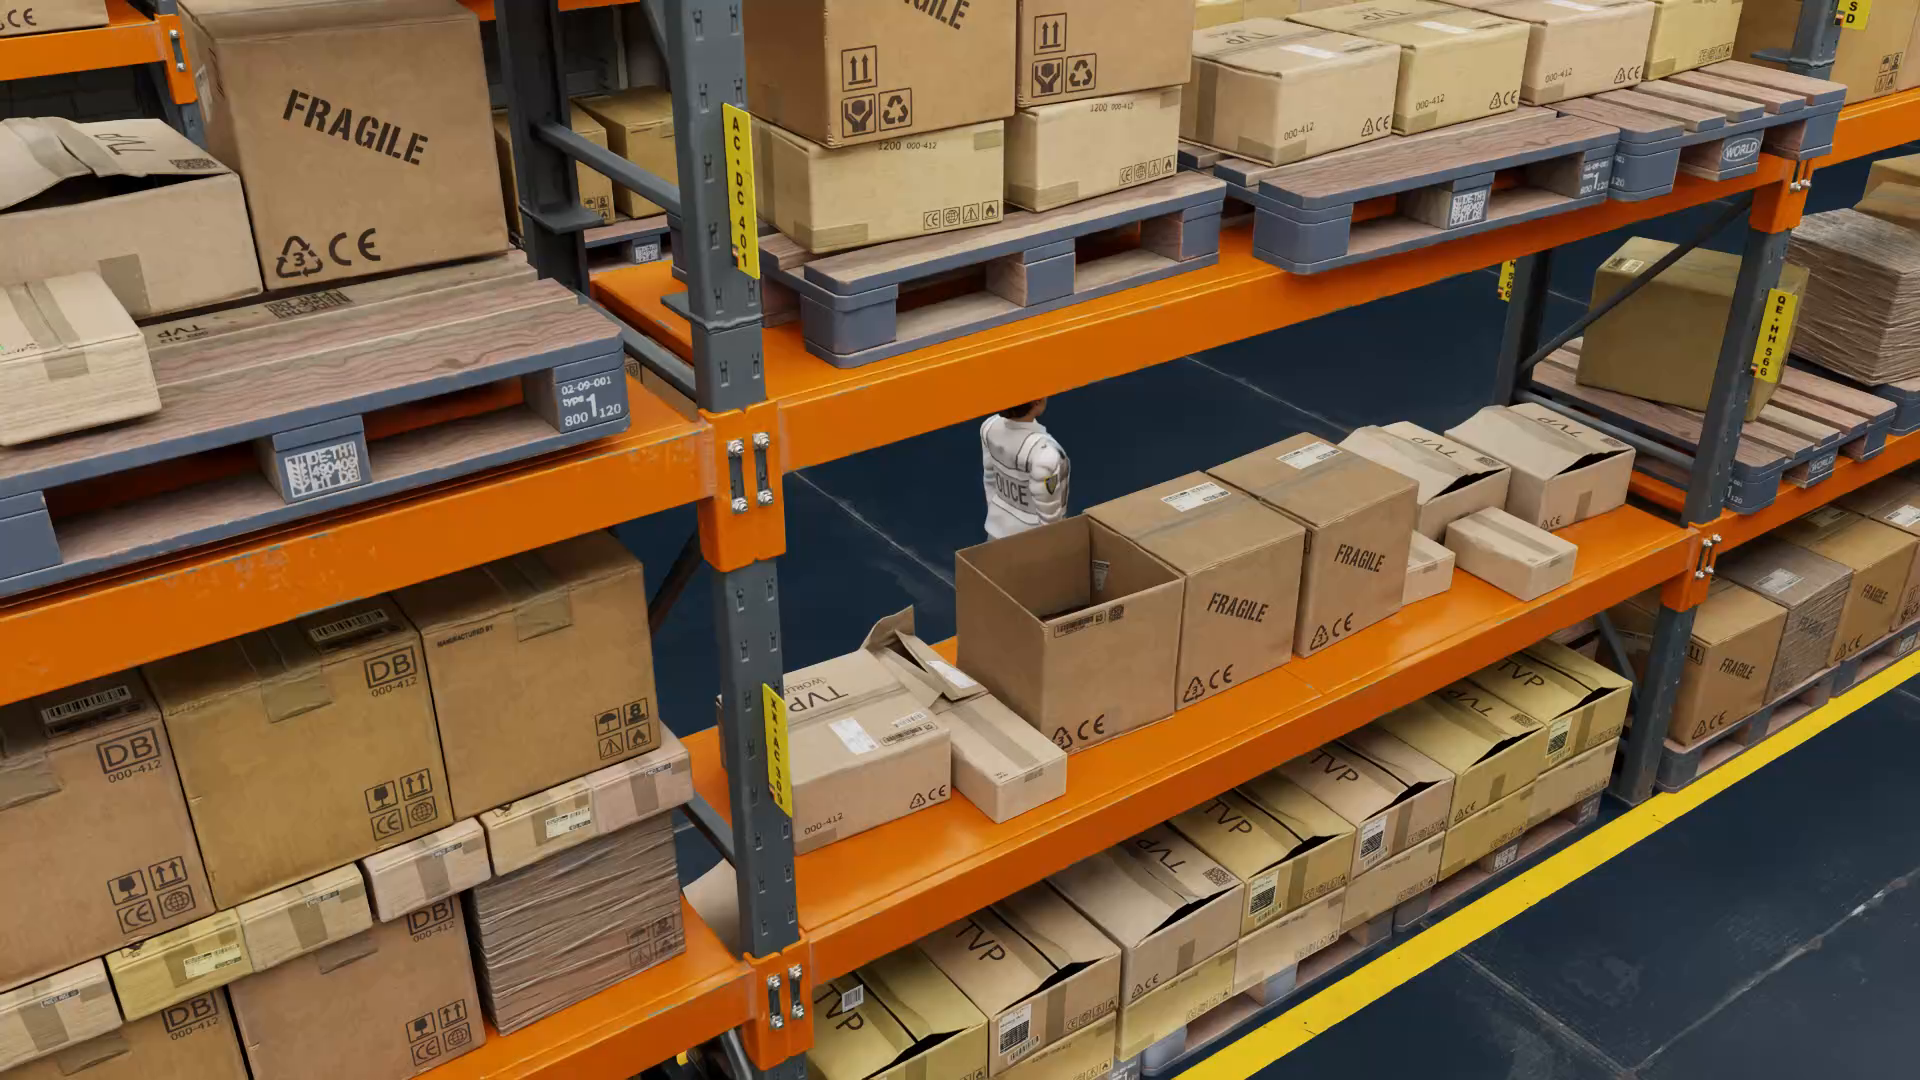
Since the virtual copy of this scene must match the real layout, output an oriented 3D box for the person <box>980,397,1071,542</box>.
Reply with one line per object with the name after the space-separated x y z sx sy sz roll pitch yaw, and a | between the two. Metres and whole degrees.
0.277 0.012 7.087 0.345 1.694 0.474 -19 34 -31 | person
